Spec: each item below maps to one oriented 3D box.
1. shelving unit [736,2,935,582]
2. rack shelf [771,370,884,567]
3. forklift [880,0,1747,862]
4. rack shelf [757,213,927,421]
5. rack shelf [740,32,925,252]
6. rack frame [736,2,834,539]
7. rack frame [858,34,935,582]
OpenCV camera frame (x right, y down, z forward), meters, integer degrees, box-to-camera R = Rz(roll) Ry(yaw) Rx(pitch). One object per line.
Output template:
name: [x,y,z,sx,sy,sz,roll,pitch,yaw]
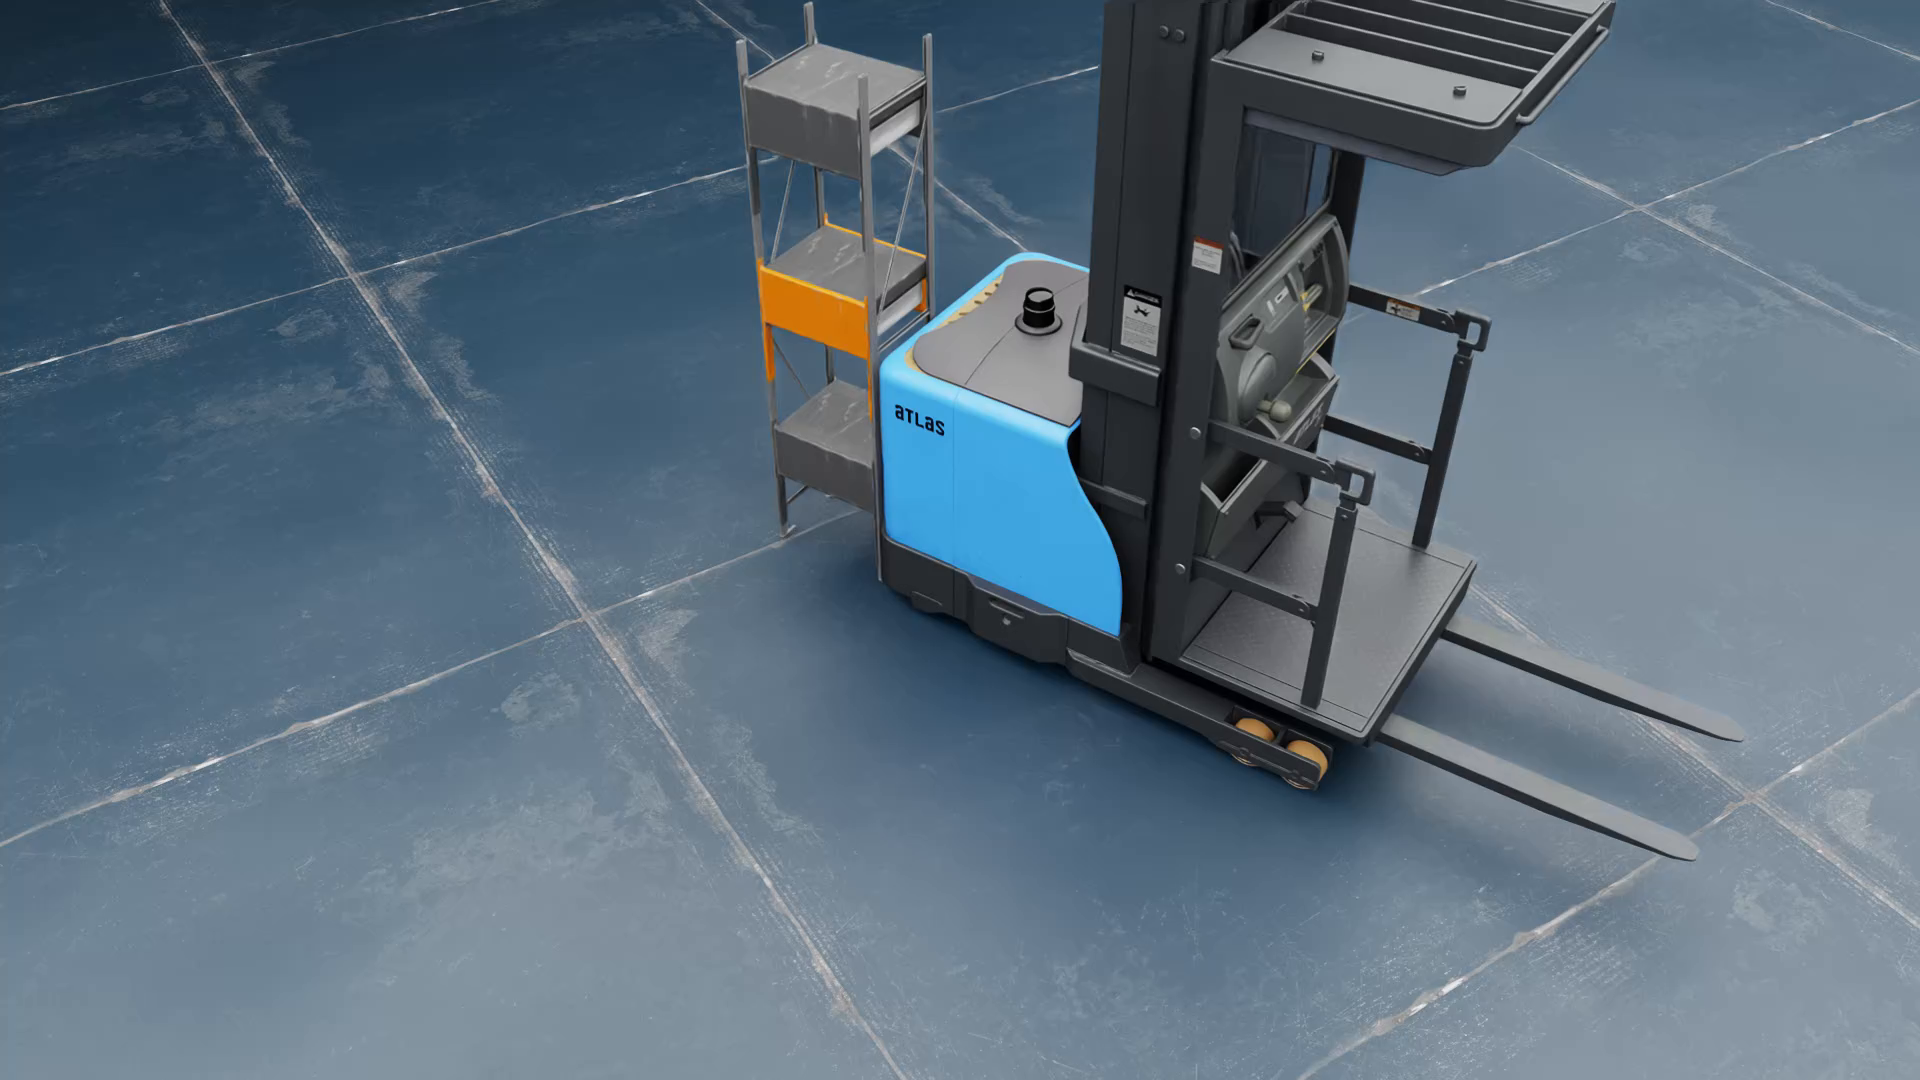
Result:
shelving unit: [-0.411,-0.835,6.111,0.503,2.100,0.431,23,45,25]
rack shelf: [-0.411,-0.286,6.568,0.480,0.518,0.431,23,45,25]
forklift: [1.214,-0.661,5.254,3.031,2.935,1.130,23,45,25]
rack shelf: [-0.411,-0.824,6.120,0.480,0.518,0.431,23,45,25]
rack shelf: [-0.411,-1.362,5.672,0.480,0.518,0.431,23,45,25]
rack frame: [-0.616,-0.920,6.213,0.015,2.100,0.400,23,45,25]
rack frame: [-0.206,-0.750,6.009,0.015,2.100,0.400,23,45,25]
